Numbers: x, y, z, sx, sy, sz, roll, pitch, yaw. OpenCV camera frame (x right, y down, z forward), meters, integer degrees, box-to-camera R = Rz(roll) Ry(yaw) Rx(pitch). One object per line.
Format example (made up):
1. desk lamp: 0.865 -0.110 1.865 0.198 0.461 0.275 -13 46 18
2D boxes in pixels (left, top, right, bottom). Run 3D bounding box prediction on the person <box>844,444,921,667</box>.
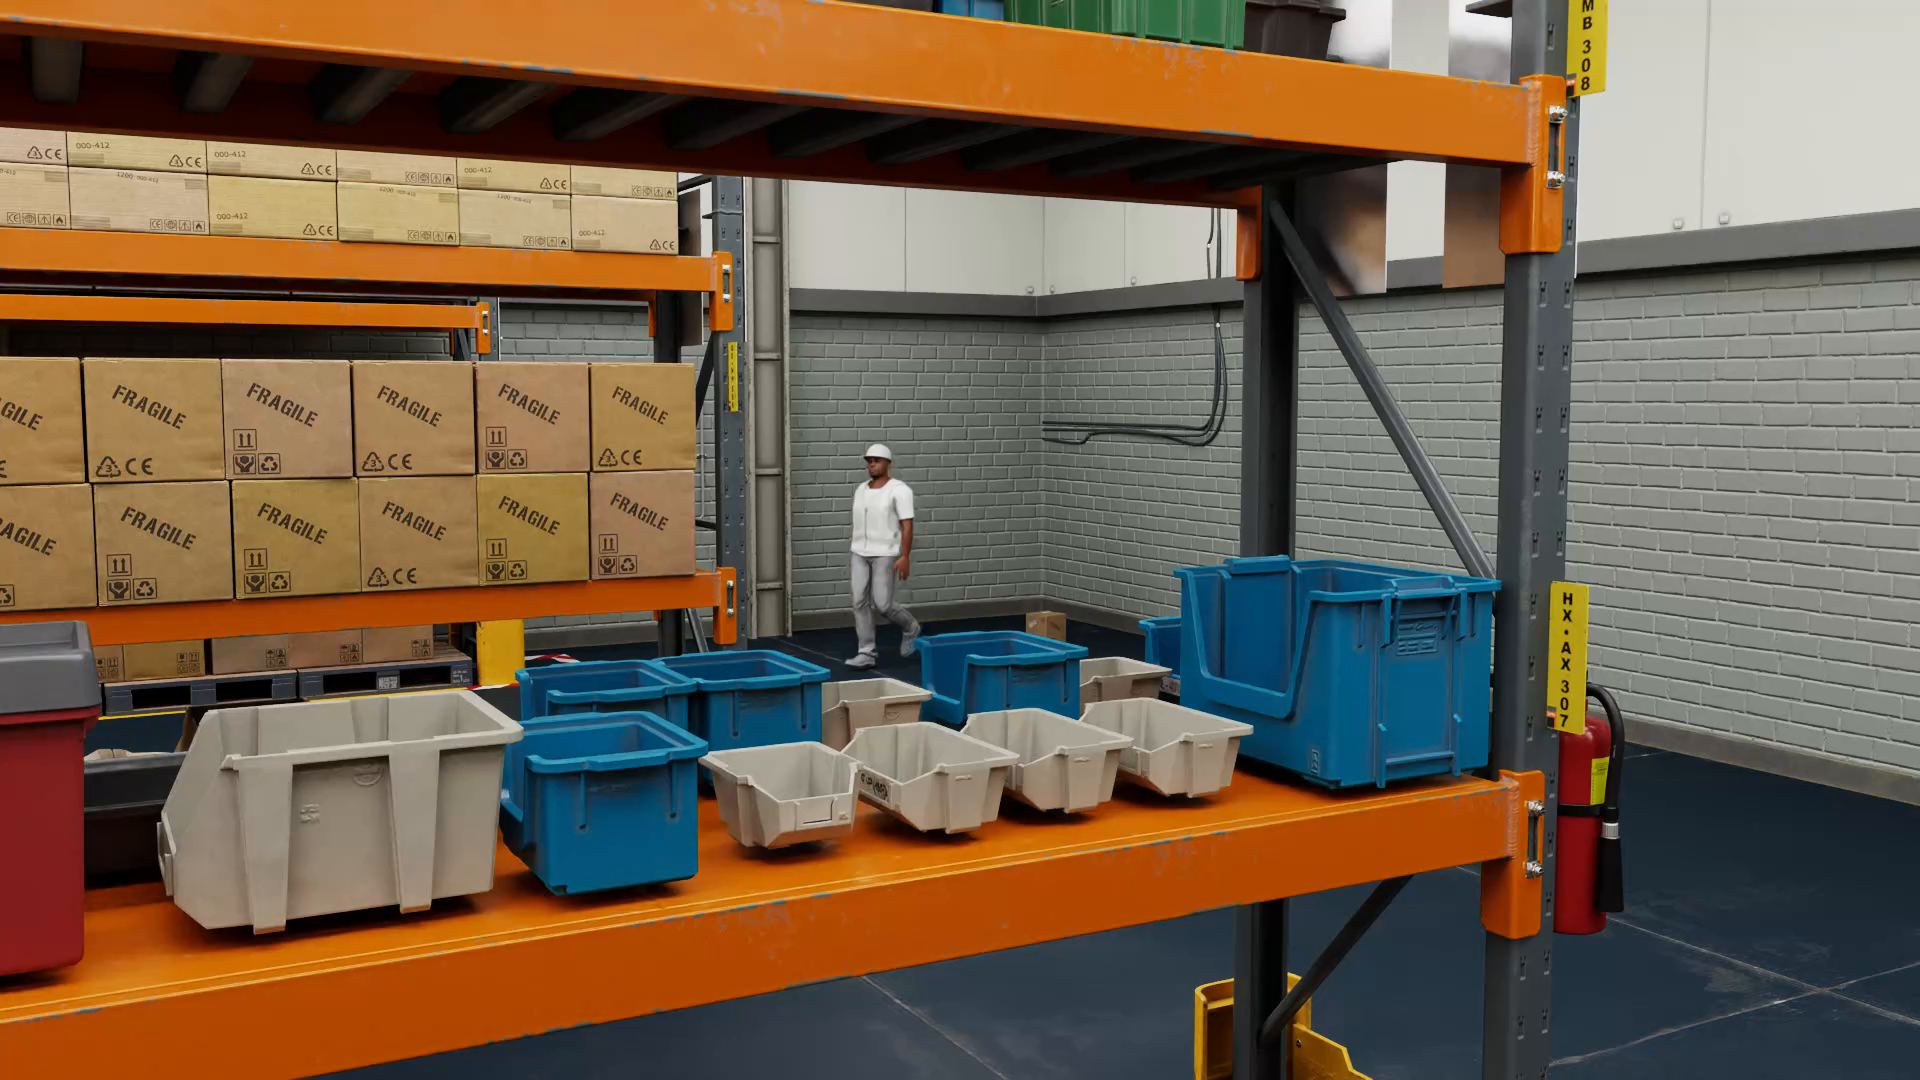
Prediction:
1. person: -0.629 0.118 13.102 0.588 1.748 0.679 3 6 34
